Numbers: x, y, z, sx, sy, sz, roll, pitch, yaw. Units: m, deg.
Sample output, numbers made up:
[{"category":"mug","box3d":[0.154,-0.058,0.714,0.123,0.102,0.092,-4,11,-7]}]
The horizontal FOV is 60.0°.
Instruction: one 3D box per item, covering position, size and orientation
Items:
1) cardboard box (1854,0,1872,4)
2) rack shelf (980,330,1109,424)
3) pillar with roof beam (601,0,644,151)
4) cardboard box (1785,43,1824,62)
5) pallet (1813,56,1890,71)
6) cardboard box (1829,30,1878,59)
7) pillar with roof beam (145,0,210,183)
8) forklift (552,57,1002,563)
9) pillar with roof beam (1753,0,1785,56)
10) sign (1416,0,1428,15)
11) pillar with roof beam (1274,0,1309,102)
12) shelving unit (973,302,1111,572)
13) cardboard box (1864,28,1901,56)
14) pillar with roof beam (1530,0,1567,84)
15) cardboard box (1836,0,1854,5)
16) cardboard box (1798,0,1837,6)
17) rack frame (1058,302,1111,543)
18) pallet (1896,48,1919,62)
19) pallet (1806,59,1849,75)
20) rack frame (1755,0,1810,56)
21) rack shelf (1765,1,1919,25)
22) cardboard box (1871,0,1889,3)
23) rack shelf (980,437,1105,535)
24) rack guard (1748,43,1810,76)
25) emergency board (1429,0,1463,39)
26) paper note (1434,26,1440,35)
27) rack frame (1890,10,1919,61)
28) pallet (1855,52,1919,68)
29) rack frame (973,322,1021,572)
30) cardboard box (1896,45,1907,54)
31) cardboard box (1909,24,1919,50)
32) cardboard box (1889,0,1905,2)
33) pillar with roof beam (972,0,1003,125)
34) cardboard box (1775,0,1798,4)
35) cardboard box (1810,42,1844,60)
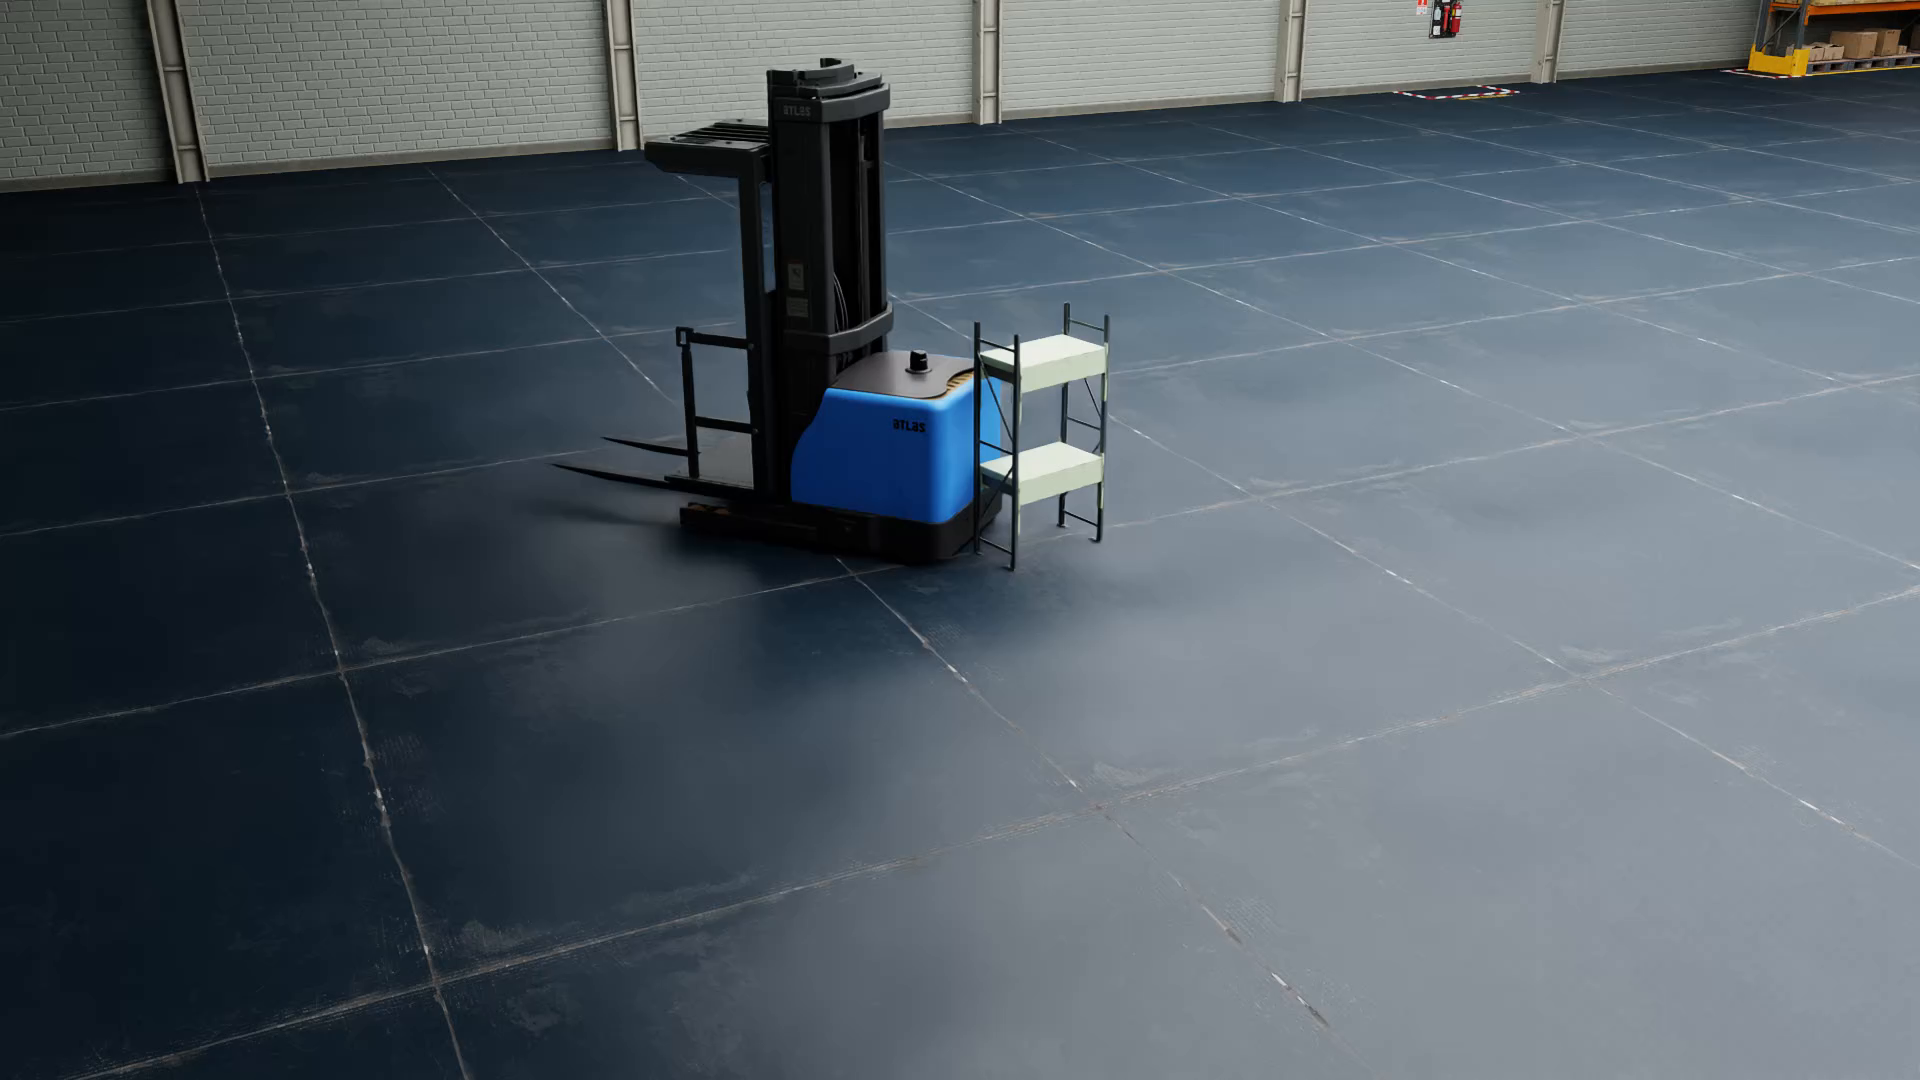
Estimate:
[{"category":"cardboard box","box3d":[17.903,-10.899,33.328,0.500,0.250,0.500,-11,25,-24]},{"category":"rack shelf","box3d":[0.503,-1.009,10.207,0.720,0.370,0.431,-17,28,-36]},{"category":"pillar with roof beam","box3d":[-3.101,-8.535,19.604,0.400,9.000,9.100,-10,25,-24]},{"category":"cardboard box","box3d":[17.064,-9.859,33.585,0.500,0.311,0.500,-14,26,-30]},{"category":"pallet","box3d":[18.316,-9.862,34.298,1.213,0.211,1.003,-10,25,-24]},{"category":"cardboard box","box3d":[18.261,-10.145,34.030,0.500,0.500,0.700,-12,25,-27]},{"category":"pillar with roof beam","box3d":[-8.507,-7.540,17.200,0.400,9.000,9.100,-10,25,-24]},{"category":"forklift","box3d":[-1.286,-1.563,10.695,3.031,2.935,1.130,9,24,21]},{"category":"pillar with roof beam","box3d":[18.525,-12.516,29.222,0.400,9.000,9.100,-10,25,-24]},{"category":"sign","box3d":[8.465,-9.796,30.448,0.234,0.329,0.001,-10,25,-24]},{"category":"pillar with roof beam","box3d":[7.712,-10.526,24.413,0.400,9.000,9.100,-10,25,-24]},{"category":"shelving unit","box3d":[0.503,-0.649,10.356,0.755,1.500,0.431,-17,28,-36]},{"category":"cardboard box","box3d":[19.088,-10.340,34.500,0.500,0.500,0.500,-12,26,-28]},{"category":"pillar with roof beam","box3d":[13.118,-11.521,26.817,0.400,9.000,9.100,-10,25,-24]},{"category":"cardboard box","box3d":[17.441,-10.816,33.129,0.500,0.250,0.500,-11,25,-25]},{"category":"cardboard box","box3d":[16.979,-10.725,32.909,0.500,0.250,0.500,-11,25,-25]},{"category":"rack frame","box3d":[0.786,-0.737,10.570,0.023,1.500,0.400,-17,28,-36]},{"category":"pallet","box3d":[20.707,-10.319,35.402,1.213,0.211,1.003,-10,25,-24]},{"category":"pallet","box3d":[17.218,-9.661,33.812,1.213,0.211,1.003,-10,25,-24]},{"category":"rack frame","box3d":[16.402,-10.814,32.953,0.127,3.000,1.000,-10,25,-24]},{"category":"rack shelf","box3d":[18.204,-10.813,33.892,4.000,0.370,1.077,-10,25,-24]},{"category":"cardboard box","box3d":[18.359,-10.982,33.528,0.500,0.250,0.500,-10,25,-23]},{"category":"rack shelf","box3d":[0.503,-0.347,10.481,0.720,0.370,0.431,-17,28,-36]},{"category":"rack guard","box3d":[16.470,-9.672,33.461,0.348,0.500,1.175,-10,25,-24]},{"category":"emergency board","box3d":[9.008,-9.836,30.590,0.643,1.169,0.194,-10,25,-24]},{"category":"paper note","box3d":[8.818,-9.424,30.745,0.142,0.148,0.016,-10,25,-24]},{"category":"rack frame","box3d":[20.006,-11.477,34.555,0.127,3.000,1.000,-10,25,-24]},{"category":"pallet","box3d":[19.416,-10.065,34.790,1.213,0.211,1.003,-10,25,-24]},{"category":"rack frame","box3d":[0.219,-0.560,10.142,0.023,1.500,0.400,-17,28,-36]},{"category":"cardboard box","box3d":[19.537,-10.273,34.774,0.250,0.166,0.380,-14,26,-30]},{"category":"cardboard box","box3d":[20.662,-10.654,35.258,0.500,0.500,0.700,-10,24,-22]},{"category":"cardboard box","box3d":[18.812,-11.066,33.731,0.500,0.250,0.500,-11,25,-24]},{"category":"pillar with roof beam","box3d":[2.306,-9.531,22.009,0.400,9.000,9.100,-10,25,-24]},{"category":"cardboard box","box3d":[16.739,-10.898,33.326,0.500,0.250,0.500,-10,25,-23]},{"category":"cardboard box","box3d":[17.578,-9.953,33.813,0.500,0.311,0.500,-8,24,-19]}]
